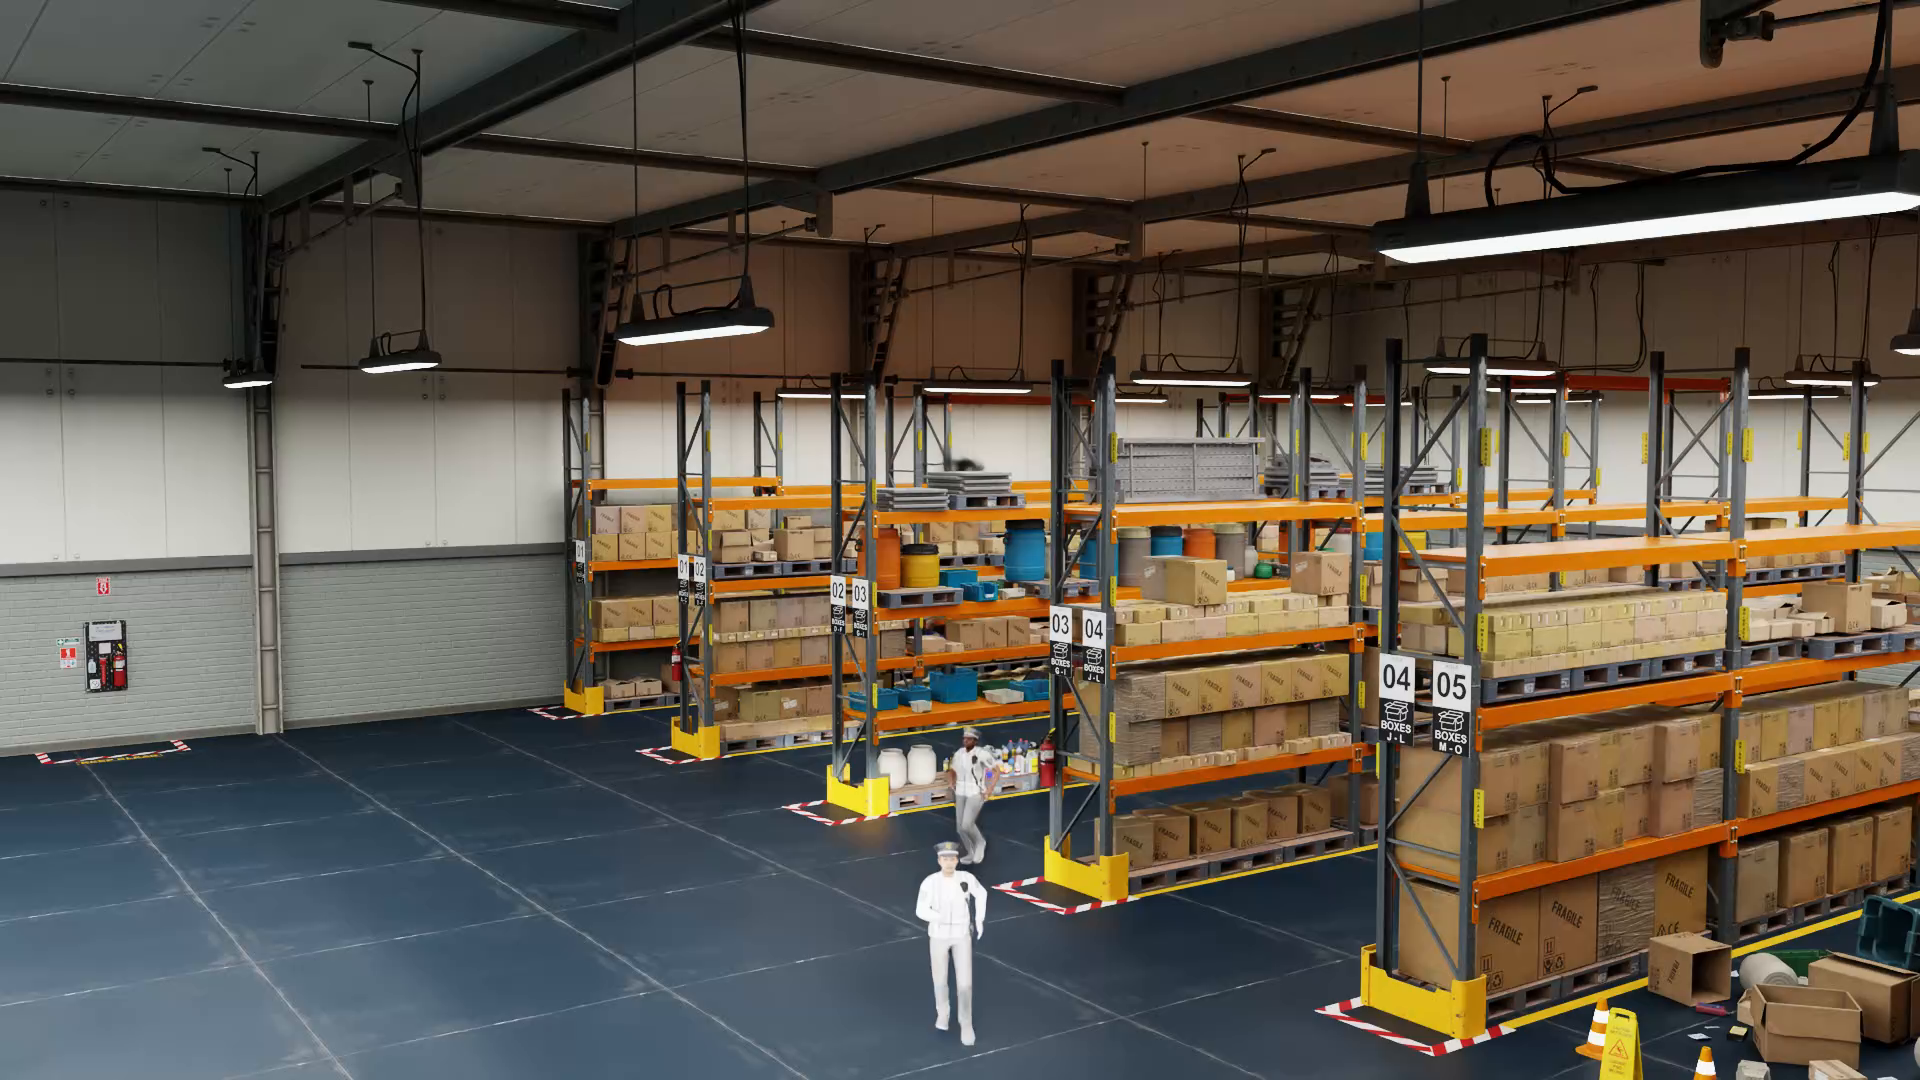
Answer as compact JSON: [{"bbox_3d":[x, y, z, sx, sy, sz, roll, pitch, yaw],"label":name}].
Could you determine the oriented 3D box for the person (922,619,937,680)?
[{"bbox_3d":[-0.626,2.311,31.514,0.572,1.596,0.571,-3,5,-39],"label":"person"}]

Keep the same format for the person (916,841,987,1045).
[{"bbox_3d":[-0.069,3.420,14.145,0.602,1.748,0.697,0,4,0],"label":"person"}]

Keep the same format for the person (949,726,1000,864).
[{"bbox_3d":[0.112,3.049,19.831,0.642,1.670,0.530,2,4,32],"label":"person"}]
